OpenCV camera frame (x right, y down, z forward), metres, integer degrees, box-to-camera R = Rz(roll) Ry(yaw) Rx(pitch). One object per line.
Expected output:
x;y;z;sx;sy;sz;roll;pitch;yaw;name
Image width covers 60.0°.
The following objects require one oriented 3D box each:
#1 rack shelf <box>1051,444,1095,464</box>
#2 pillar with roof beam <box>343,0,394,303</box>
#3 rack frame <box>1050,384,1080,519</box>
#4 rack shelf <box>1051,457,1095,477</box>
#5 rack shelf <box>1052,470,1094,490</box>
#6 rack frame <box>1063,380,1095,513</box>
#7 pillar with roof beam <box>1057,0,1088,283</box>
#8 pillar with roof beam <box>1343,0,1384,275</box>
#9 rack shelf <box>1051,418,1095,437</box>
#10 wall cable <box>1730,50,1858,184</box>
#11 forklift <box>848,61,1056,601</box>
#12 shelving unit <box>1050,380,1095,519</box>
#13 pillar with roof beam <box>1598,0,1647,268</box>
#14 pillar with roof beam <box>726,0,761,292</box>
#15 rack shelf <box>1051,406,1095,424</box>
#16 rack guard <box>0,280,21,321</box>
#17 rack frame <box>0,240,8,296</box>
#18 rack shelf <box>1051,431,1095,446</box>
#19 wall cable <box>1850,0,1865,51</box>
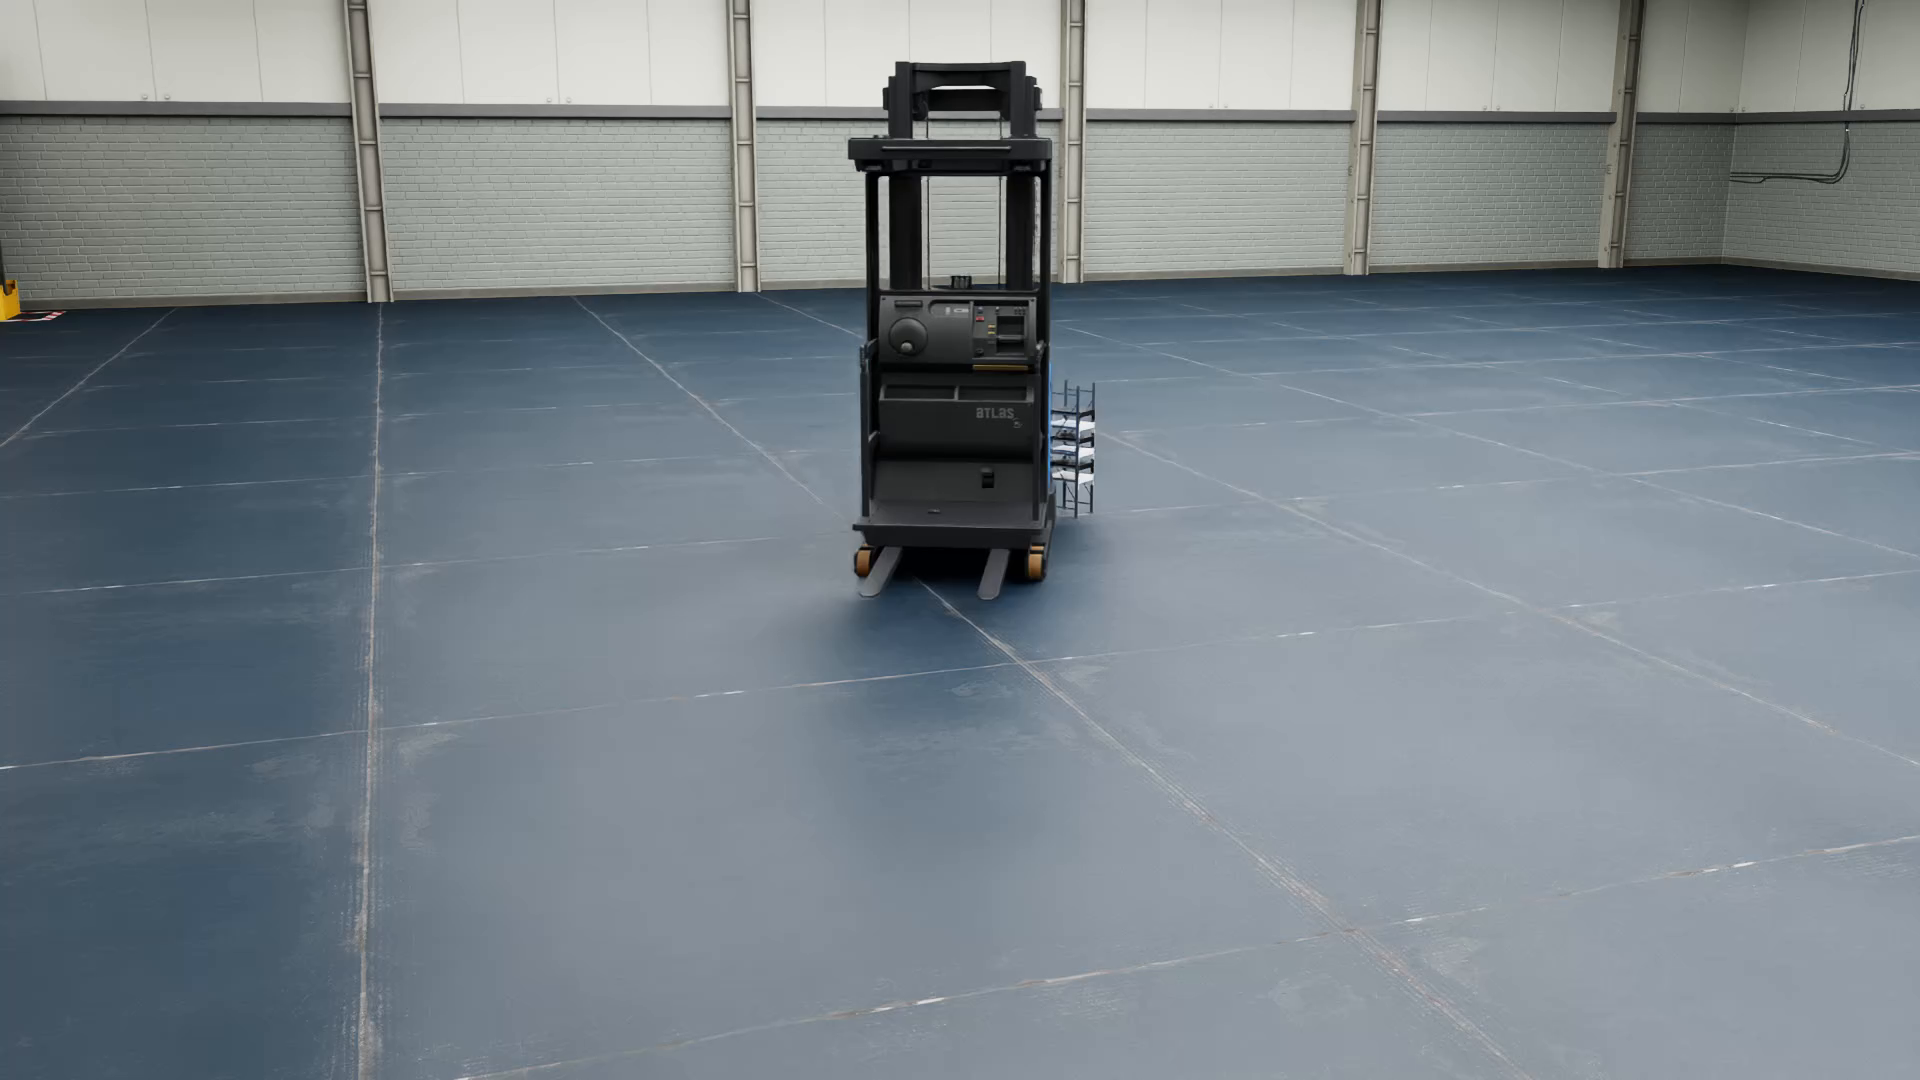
0.754;-0.585;11.303;0.258;0.077;0.200;9;16;34;rack shelf
-7.976;-7.286;21.829;0.400;9.000;9.100;-4;14;-18;pillar with roof beam
0.696;-0.599;11.215;0.240;0.900;0.006;9;16;34;rack frame
0.754;-0.498;11.324;0.258;0.077;0.200;9;16;34;rack shelf
0.754;-0.410;11.345;0.258;0.077;0.200;9;16;34;rack shelf
0.812;-0.637;11.377;0.240;0.900;0.006;9;16;34;rack frame
3.397;-8.172;25.553;0.400;9.000;9.100;-4;14;-18;pillar with roof beam
9.084;-8.615;27.414;0.400;9.000;9.100;-4;14;-18;pillar with roof beam
0.754;-0.761;11.262;0.258;0.077;0.200;9;16;34;rack shelf
16.611;-8.419;33.300;0.112;2.526;3.097;-4;14;-18;wall cable
-0.032;-1.265;9.626;1.130;2.935;3.031;1;13;5;forklift
0.754;-0.618;11.296;0.258;0.900;0.210;9;16;34;shelving unit
14.771;-9.058;29.276;0.400;9.000;9.100;-4;14;-18;pillar with roof beam
-2.289;-7.729;23.691;0.400;9.000;9.100;-4;14;-18;pillar with roof beam
0.754;-0.848;11.241;0.258;0.077;0.200;9;16;34;rack shelf
-14.066;-3.509;24.313;0.348;0.500;1.175;-4;14;-18;rack guard
-14.088;-4.723;24.016;0.127;3.000;1.000;-4;14;-18;rack frame
0.754;-0.673;11.282;0.258;0.077;0.200;9;16;34;rack shelf
17.474;-10.282;30.221;0.112;2.526;3.097;-4;14;-18;wall cable
